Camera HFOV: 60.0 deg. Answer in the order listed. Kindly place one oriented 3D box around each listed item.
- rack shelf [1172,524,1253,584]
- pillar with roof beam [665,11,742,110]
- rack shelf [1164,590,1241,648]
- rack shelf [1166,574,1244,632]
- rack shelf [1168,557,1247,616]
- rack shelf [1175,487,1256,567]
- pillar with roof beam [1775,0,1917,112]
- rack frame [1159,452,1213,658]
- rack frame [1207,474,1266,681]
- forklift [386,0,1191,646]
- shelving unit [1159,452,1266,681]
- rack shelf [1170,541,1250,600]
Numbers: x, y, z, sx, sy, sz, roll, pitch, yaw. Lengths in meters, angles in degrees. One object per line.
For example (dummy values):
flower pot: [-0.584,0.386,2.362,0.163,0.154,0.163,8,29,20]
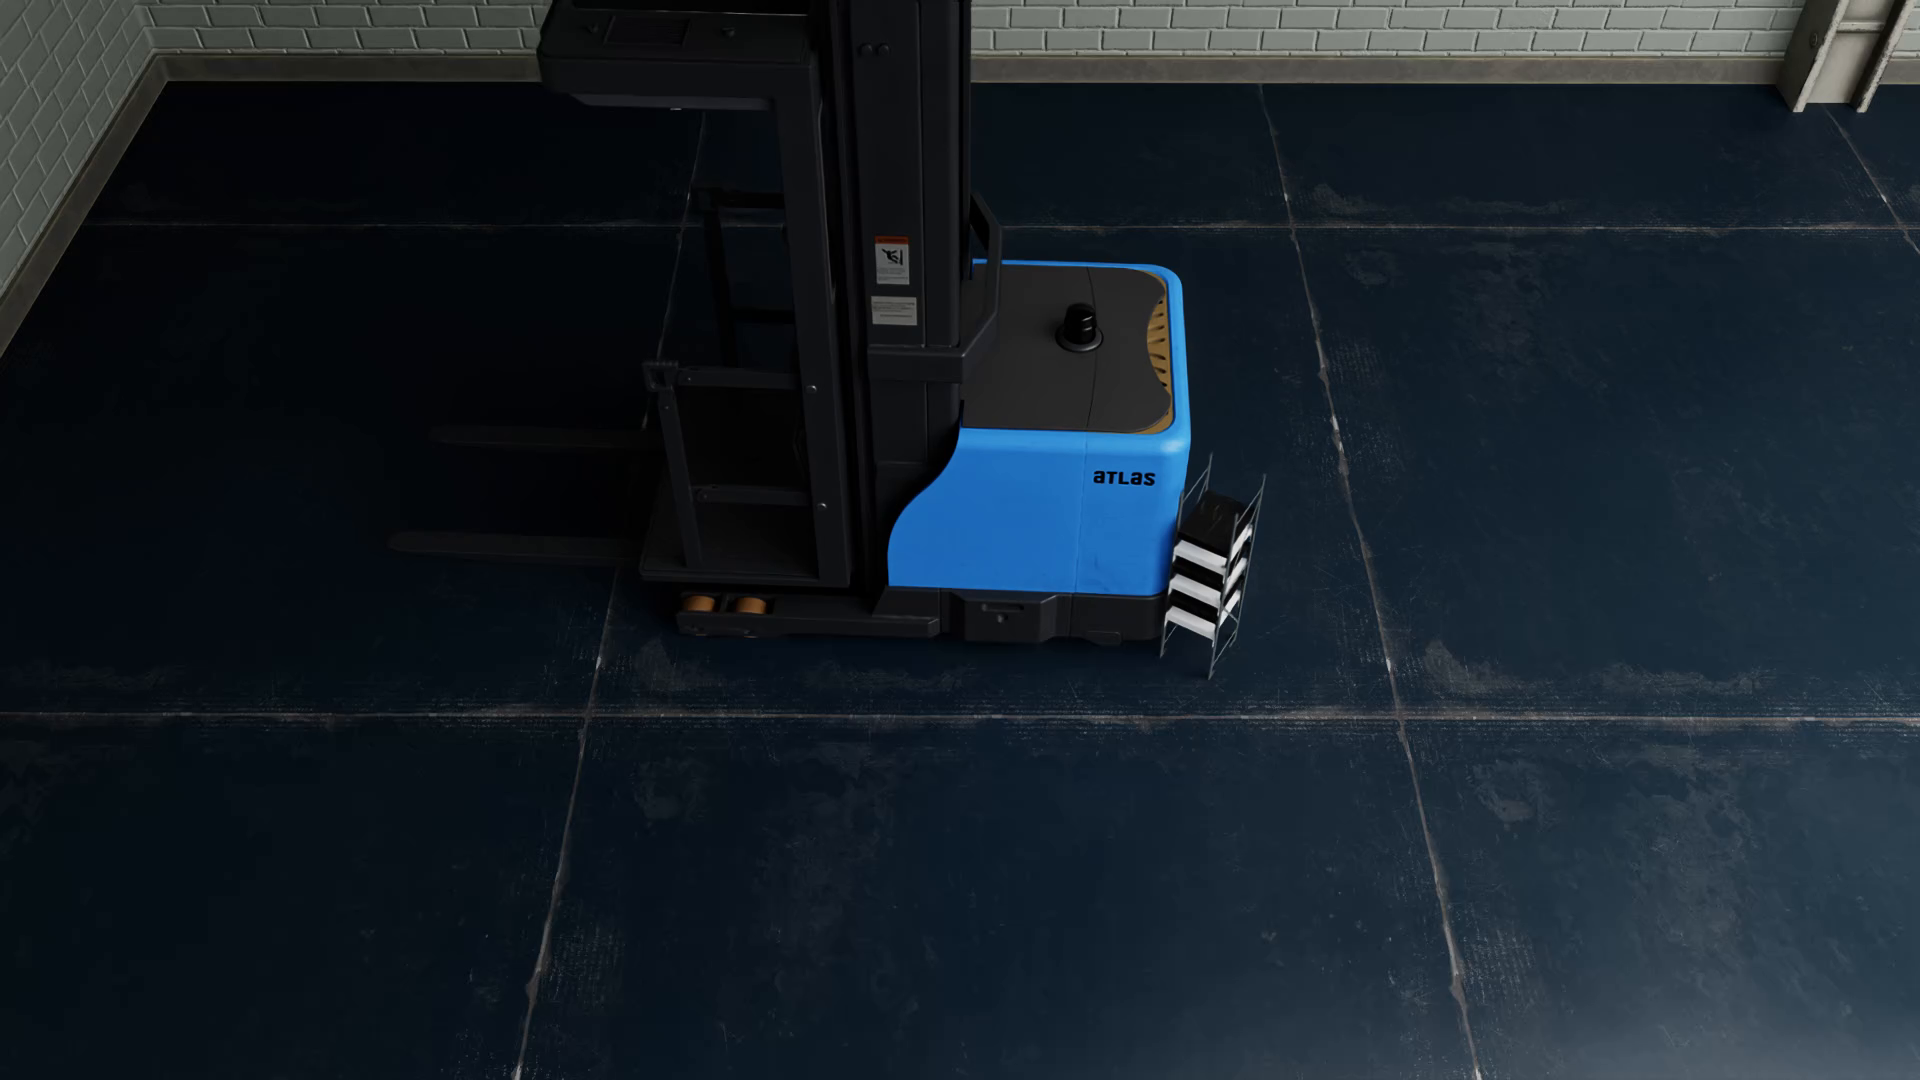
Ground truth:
rack shelf: [0.905,0.012,5.921,0.200,0.077,0.258,24,53,21]
pillar with roof beam: [-1.374,-2.329,2.770,0.400,9.000,9.100,0,47,0]
rack shelf: [0.908,0.254,6.187,0.200,0.077,0.258,24,53,21]
rack shelf: [0.907,0.193,6.121,0.200,0.077,0.258,24,53,21]
rack shelf: [0.906,0.133,6.054,0.200,0.077,0.258,24,53,21]
rack shelf: [0.904,-0.048,5.854,0.200,0.077,0.258,24,53,21]
pillar with roof beam: [4.626,-2.313,2.755,0.400,9.000,9.100,0,47,0]
rack frame: [0.820,0.071,6.066,0.006,0.900,0.240,24,53,21]
rack frame: [0.992,0.150,5.993,0.006,0.900,0.240,24,53,21]
forklift: [-0.691,-1.008,5.686,3.031,2.935,1.130,2,47,2]
shelving unit: [0.906,0.111,6.029,0.210,0.900,0.258,24,53,21]
rack shelf: [0.906,0.072,5.987,0.200,0.077,0.258,24,53,21]
